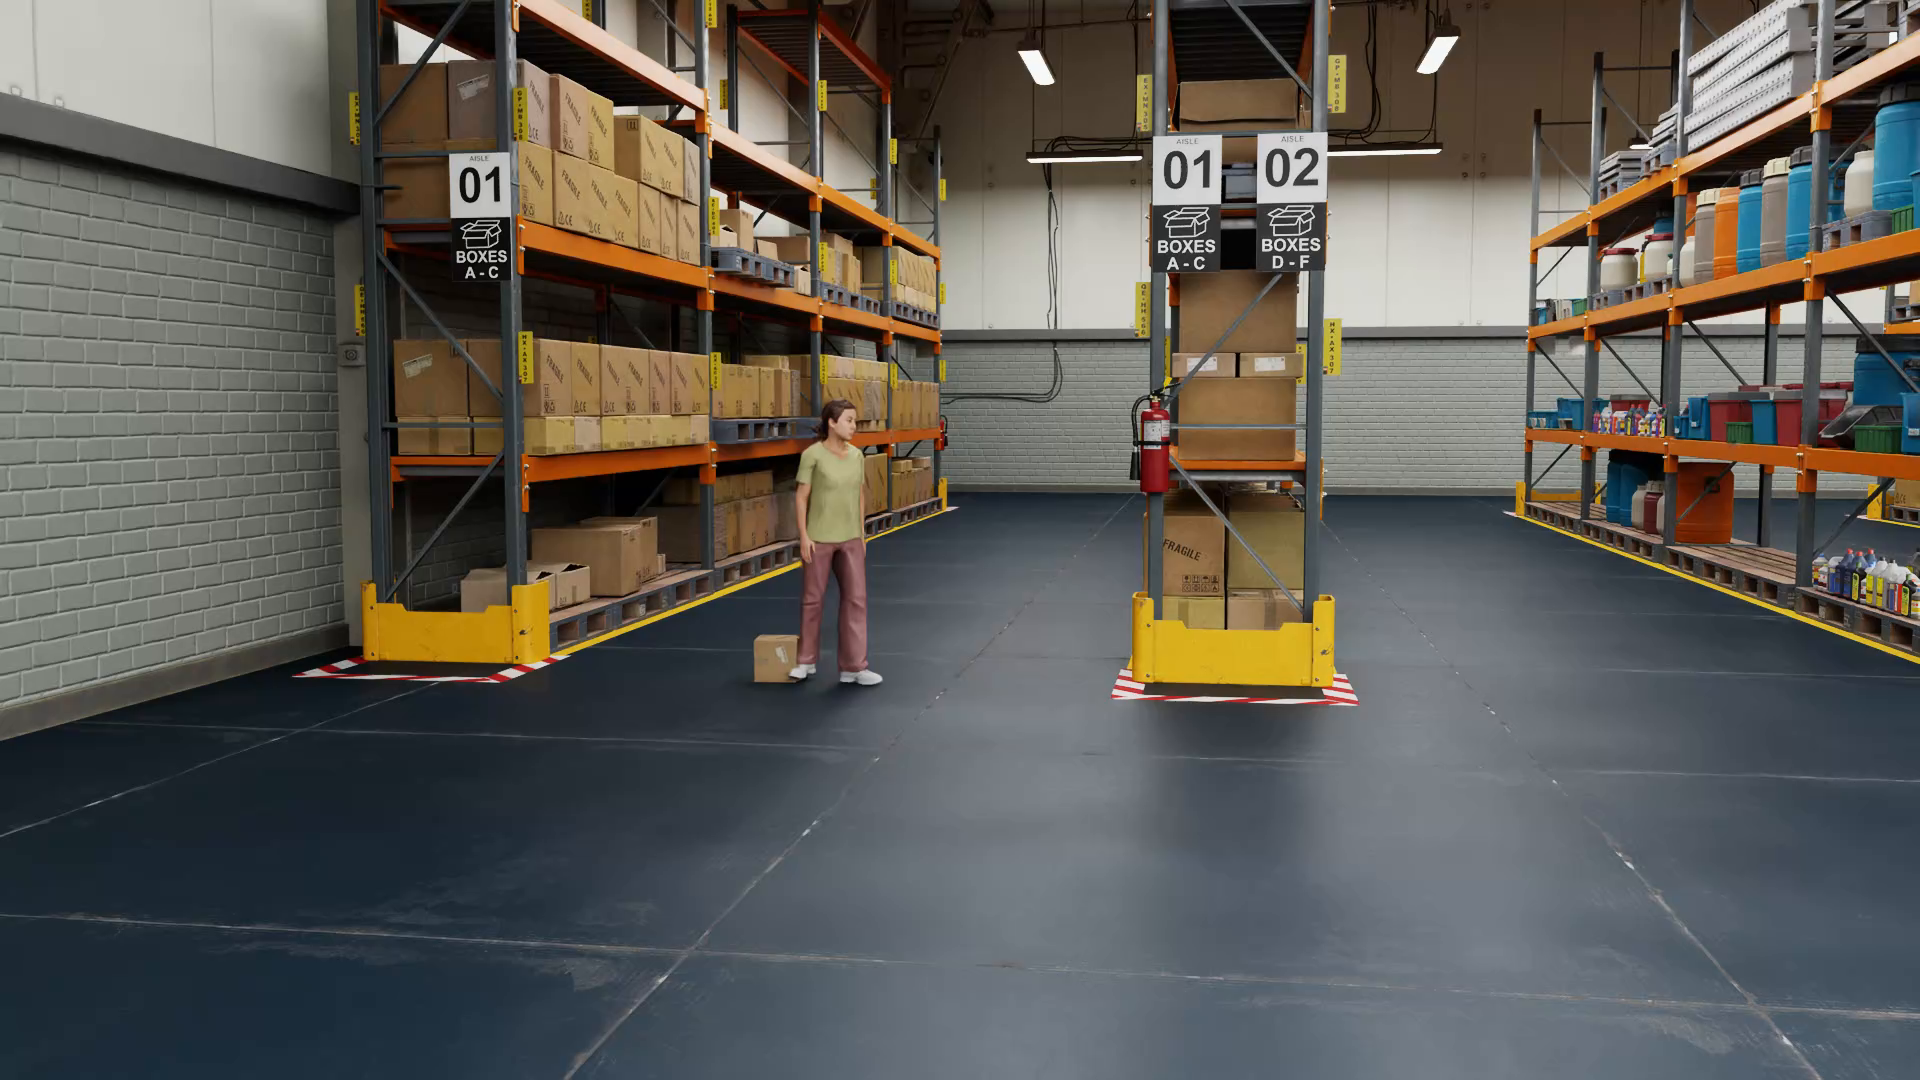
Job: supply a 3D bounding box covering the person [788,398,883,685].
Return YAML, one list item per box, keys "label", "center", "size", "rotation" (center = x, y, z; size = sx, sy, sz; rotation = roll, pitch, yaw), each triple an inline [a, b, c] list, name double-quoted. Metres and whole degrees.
- label: "person"
  center: [-0.757, 0.007, 9.758]
  size: [0.493, 1.670, 0.559]
  rotation: [-3, 5, -29]
